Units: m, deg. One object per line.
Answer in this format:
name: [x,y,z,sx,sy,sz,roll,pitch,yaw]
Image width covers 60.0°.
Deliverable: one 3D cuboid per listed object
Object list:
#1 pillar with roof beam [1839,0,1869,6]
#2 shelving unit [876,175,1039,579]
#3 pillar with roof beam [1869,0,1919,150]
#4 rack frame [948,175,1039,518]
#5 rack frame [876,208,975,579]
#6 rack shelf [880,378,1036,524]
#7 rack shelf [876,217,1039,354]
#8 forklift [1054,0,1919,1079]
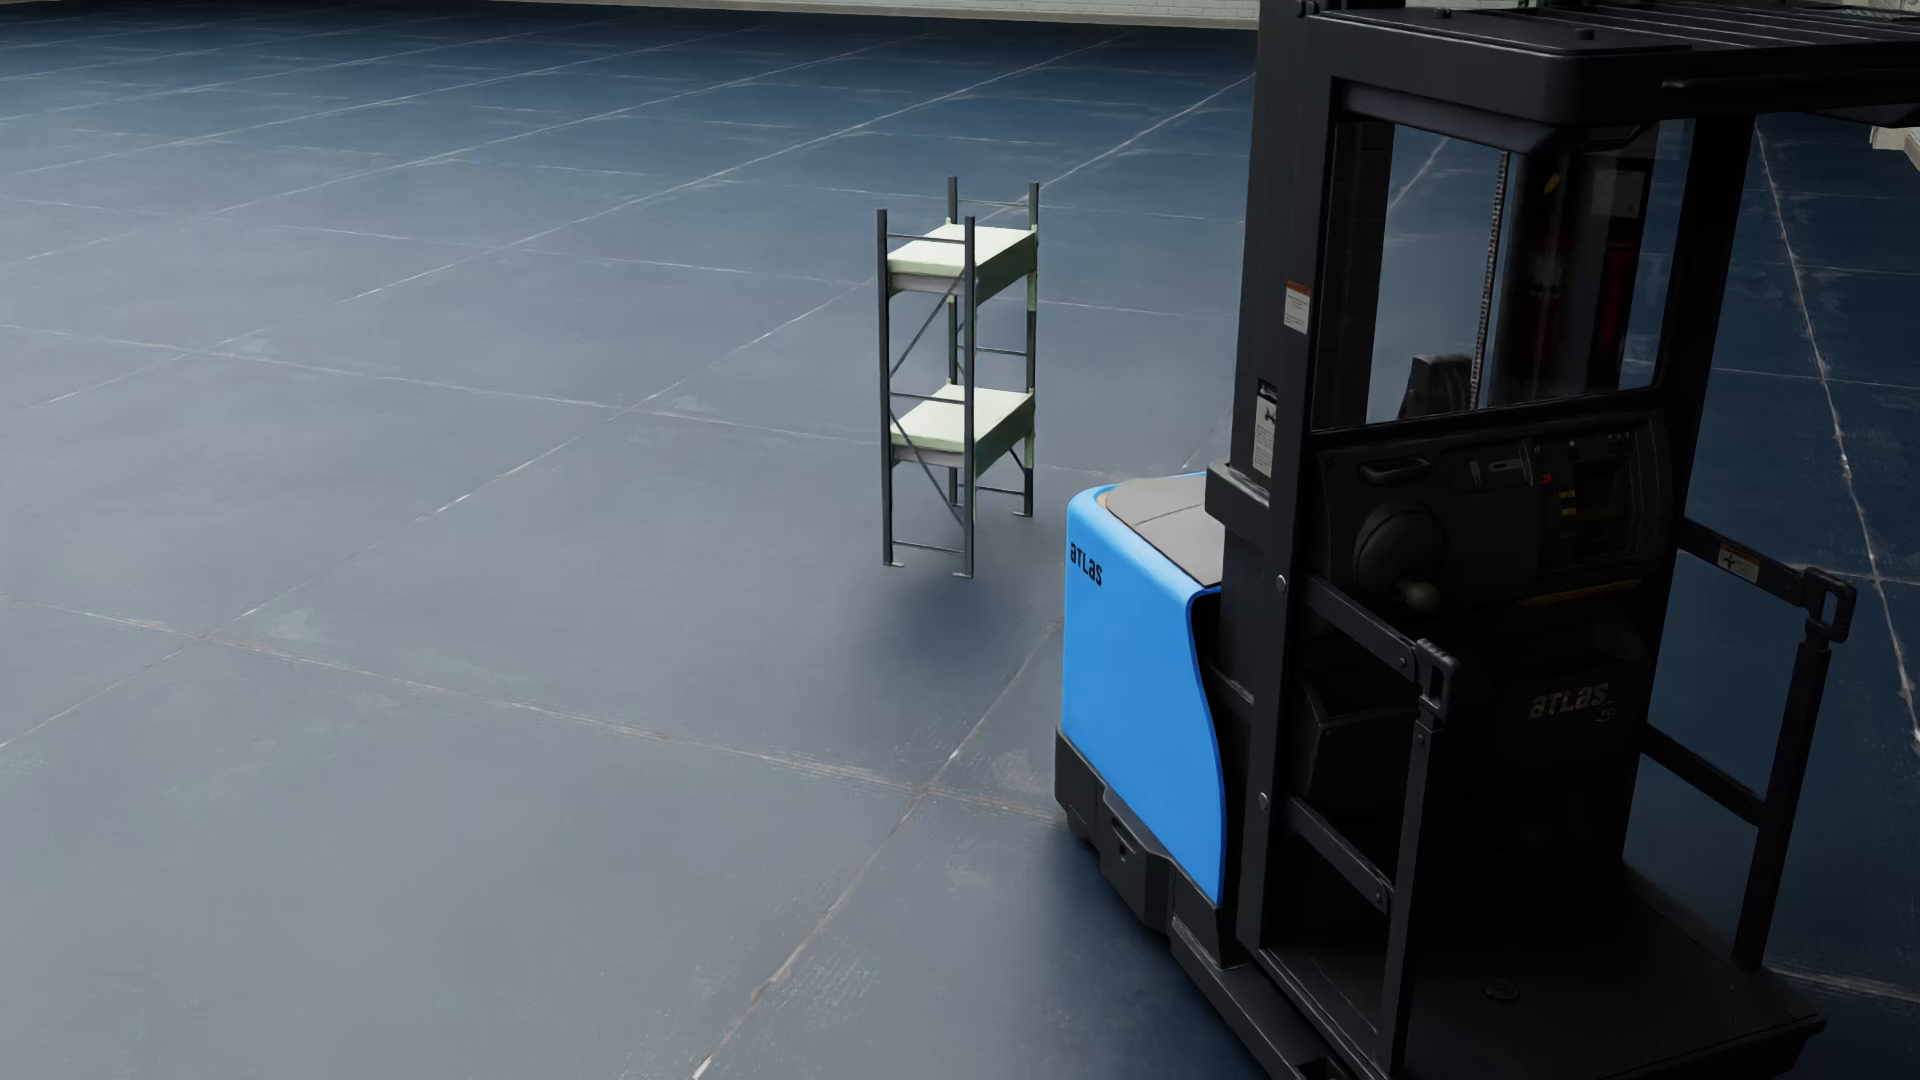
pillar with roof beam: [7.576,-10.880,21.623,9.100,9.000,0.400,9,24,20]
shelving unit: [0.002,-0.694,6.967,0.431,1.500,0.755,9,24,20]
pillar with roof beam: [5.348,-8.733,16.483,9.100,9.000,0.400,9,24,20]
rack frame: [0.138,-0.825,7.280,0.400,1.500,0.023,9,24,20]
rack frame: [-0.133,-0.563,6.653,0.400,1.500,0.023,9,24,20]
rack shelf: [0.002,-0.394,7.092,0.431,0.370,0.720,9,24,20]
rack shelf: [0.002,-1.055,6.816,0.431,0.370,0.720,9,24,20]
forklift: [1.291,-0.045,3.554,1.130,2.935,3.031,-8,24,-19]
